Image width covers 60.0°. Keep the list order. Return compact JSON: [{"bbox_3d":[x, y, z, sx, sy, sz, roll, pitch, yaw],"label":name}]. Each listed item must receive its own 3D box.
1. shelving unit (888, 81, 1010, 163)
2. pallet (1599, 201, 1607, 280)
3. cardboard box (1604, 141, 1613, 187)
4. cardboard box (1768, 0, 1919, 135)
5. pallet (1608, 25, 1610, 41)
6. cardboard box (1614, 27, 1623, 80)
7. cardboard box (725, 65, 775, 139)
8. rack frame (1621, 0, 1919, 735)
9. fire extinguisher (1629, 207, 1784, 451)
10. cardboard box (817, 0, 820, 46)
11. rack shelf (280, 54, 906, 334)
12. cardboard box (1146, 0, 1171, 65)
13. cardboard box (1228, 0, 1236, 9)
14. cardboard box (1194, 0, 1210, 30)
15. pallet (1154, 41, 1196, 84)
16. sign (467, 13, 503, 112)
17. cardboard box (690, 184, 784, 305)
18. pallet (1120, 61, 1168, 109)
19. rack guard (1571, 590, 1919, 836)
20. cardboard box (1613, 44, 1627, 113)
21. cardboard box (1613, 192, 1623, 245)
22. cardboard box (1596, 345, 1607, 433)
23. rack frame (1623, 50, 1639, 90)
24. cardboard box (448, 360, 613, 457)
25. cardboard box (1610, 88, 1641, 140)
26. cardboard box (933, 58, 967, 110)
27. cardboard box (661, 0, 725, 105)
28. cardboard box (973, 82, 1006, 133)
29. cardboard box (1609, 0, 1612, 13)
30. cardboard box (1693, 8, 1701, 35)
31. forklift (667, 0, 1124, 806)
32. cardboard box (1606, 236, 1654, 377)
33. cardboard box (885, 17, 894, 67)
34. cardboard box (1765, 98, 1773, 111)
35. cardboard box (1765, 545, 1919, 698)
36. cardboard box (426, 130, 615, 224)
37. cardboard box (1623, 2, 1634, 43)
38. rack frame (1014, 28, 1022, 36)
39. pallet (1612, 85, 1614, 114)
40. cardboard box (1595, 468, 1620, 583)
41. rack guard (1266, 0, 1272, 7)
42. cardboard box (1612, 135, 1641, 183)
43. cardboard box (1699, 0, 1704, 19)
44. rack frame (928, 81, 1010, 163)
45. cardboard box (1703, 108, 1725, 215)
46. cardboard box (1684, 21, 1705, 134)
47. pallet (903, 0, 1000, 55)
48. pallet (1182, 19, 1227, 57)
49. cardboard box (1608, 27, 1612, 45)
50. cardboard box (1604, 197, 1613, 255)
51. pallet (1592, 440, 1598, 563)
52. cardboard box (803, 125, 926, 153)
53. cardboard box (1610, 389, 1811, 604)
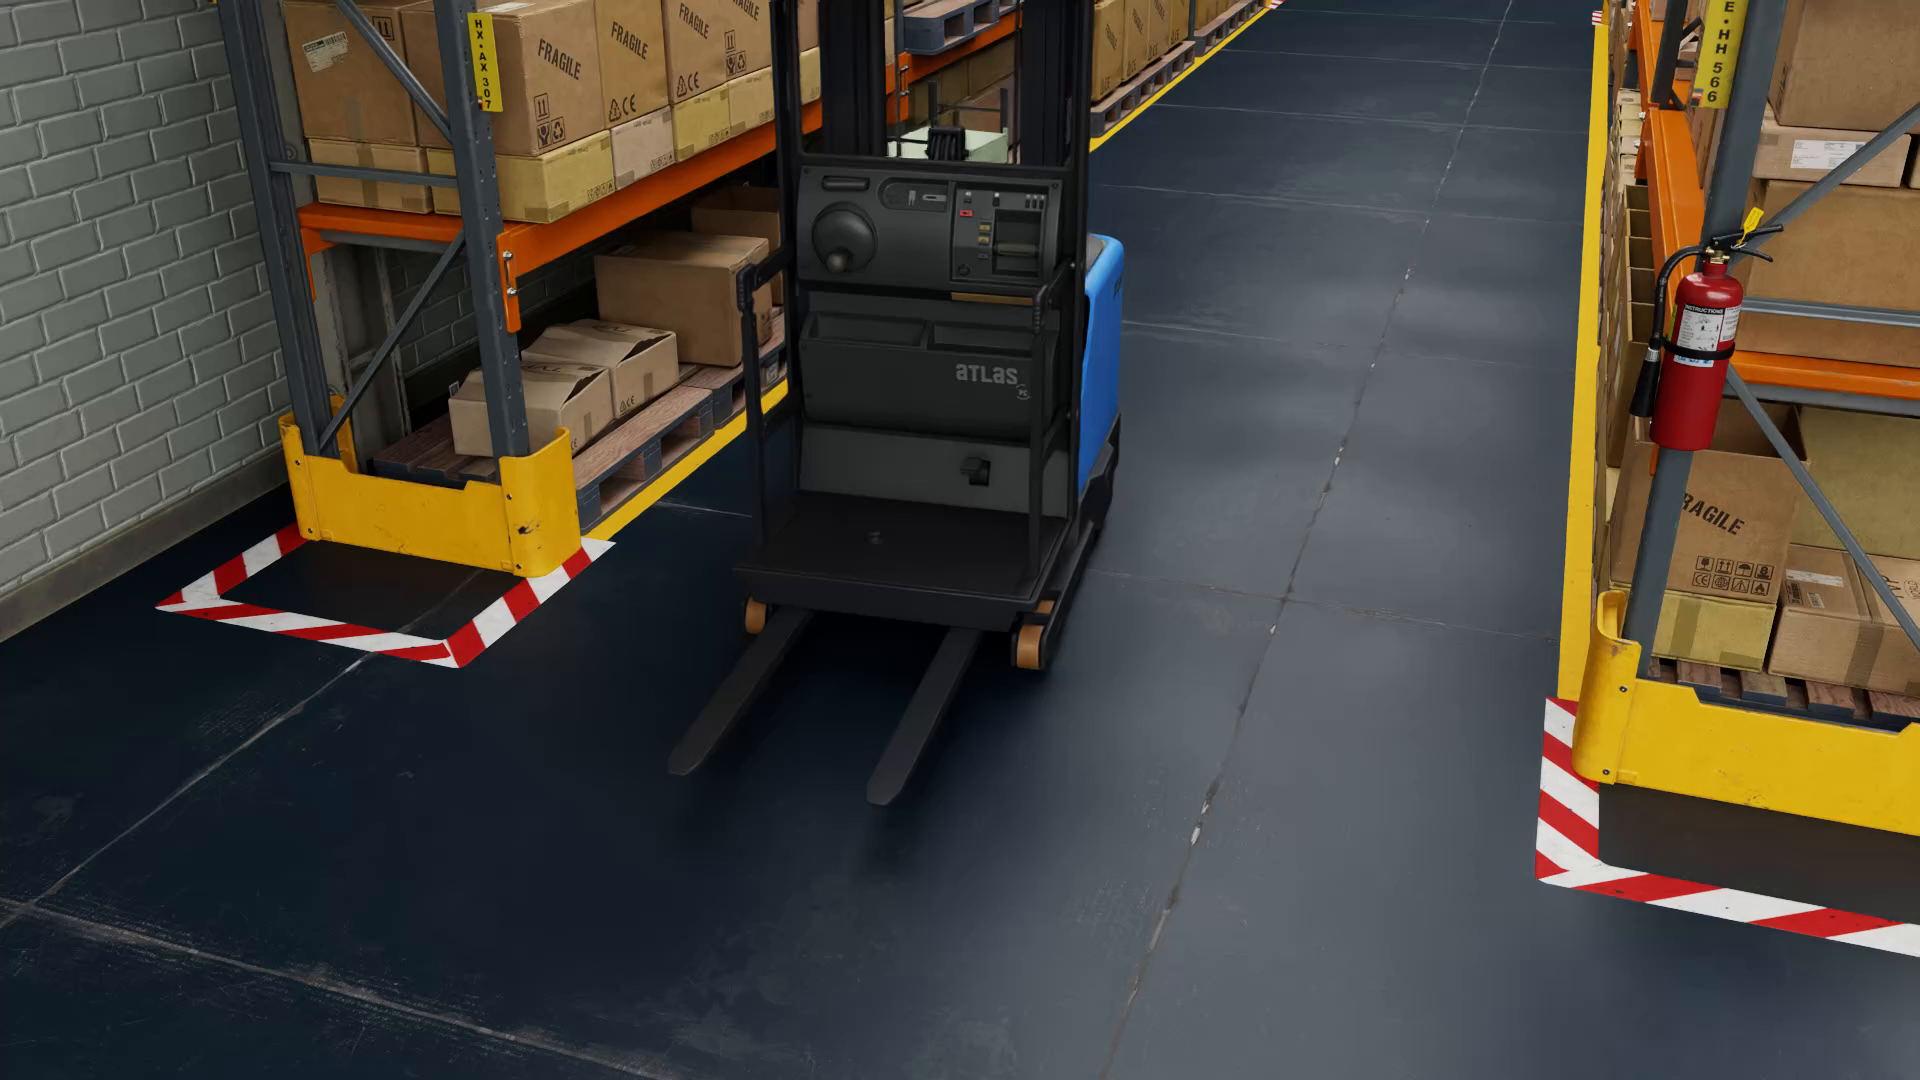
[{"bbox_3d":[-0.114,-1.268,7.647,0.431,1.500,0.755,11,28,22],"label":"shelving unit"},{"bbox_3d":[4.479,-1.803,10.232,1.003,0.211,1.213,9,27,17],"label":"pallet"},{"bbox_3d":[4.579,-2.463,11.068,0.500,0.250,0.500,8,27,16],"label":"cardboard box"},{"bbox_3d":[2.720,-1.444,4.687,0.700,0.500,0.500,9,27,18],"label":"cardboard box"},{"bbox_3d":[7.570,-5.564,18.000,1.003,0.211,1.213,9,27,17],"label":"pallet"},{"bbox_3d":[5.970,-4.223,14.394,0.500,0.500,0.500,9,27,18],"label":"cardboard box"},{"bbox_3d":[-1.171,-2.047,7.686,0.500,0.250,0.500,9,27,18],"label":"cardboard box"},{"bbox_3d":[2.535,-0.603,4.554,1.000,3.000,0.127,9,27,17],"label":"rack frame"},{"bbox_3d":[2.058,-0.587,4.609,0.296,0.674,0.183,9,27,17],"label":"fire extinguisher"},{"bbox_3d":[-0.833,-2.798,8.375,0.500,0.500,0.500,9,27,17],"label":"cardboard box"},{"bbox_3d":[-1.472,-1.818,7.889,1.077,0.370,4.000,9,27,17],"label":"rack shelf"},{"bbox_3d":[1.469,-4.821,15.250,0.750,0.750,0.750,10,27,19],"label":"cardboard box"},{"bbox_3d":[2.715,-6.245,18.592,0.700,0.500,0.500,8,27,16],"label":"cardboard box"},{"bbox_3d":[2.201,-5.608,17.277,0.700,0.500,0.500,9,27,18],"label":"cardboard box"},{"bbox_3d":[1.670,-4.668,16.150,1.003,0.211,1.213,9,27,17],"label":"pallet"},{"bbox_3d":[-1.626,-1.631,5.683,0.100,0.325,0.005,9,27,17],"label":"sign"},{"bbox_3d":[-1.114,-1.604,8.985,0.500,0.500,0.500,7,27,14],"label":"cardboard box"},{"bbox_3d":[1.266,-4.165,15.111,1.003,0.211,1.213,9,27,17],"label":"pallet"},{"bbox_3d":[2.527,0.532,5.078,1.175,0.500,0.348,9,27,17],"label":"rack guard"},{"bbox_3d":[5.459,-3.595,13.096,0.500,0.500,0.500,8,27,16],"label":"cardboard box"},{"bbox_3d":[3.730,-1.659,8.764,0.500,0.311,0.500,9,27,17],"label":"cardboard box"},{"bbox_3d":[3.083,-0.642,7.308,0.500,0.250,0.500,9,27,17],"label":"cardboard box"},{"bbox_3d":[5.197,-3.891,11.344,1.000,3.000,0.127,9,27,17],"label":"rack frame"},{"bbox_3d":[-1.823,-0.579,7.085,0.500,0.311,0.500,6,26,12],"label":"cardboard box"},{"bbox_3d":[4.746,-2.922,11.373,0.500,0.311,0.500,10,27,19],"label":"cardboard box"},{"bbox_3d":[-0.264,-3.075,11.162,0.500,0.250,0.500,8,27,16],"label":"cardboard box"},{"bbox_3d":[-1.344,-2.165,7.067,0.500,0.500,0.500,8,27,16],"label":"cardboard box"},{"bbox_3d":[-0.086,-2.974,11.814,0.700,0.500,0.500,9,27,17],"label":"cardboard box"},{"bbox_3d":[7.244,-5.751,17.836,0.500,0.250,0.500,9,27,17],"label":"cardboard box"},{"bbox_3d":[4.479,-3.028,9.446,0.500,0.500,0.500,9,27,18],"label":"cardboard box"},{"bbox_3d":[-0.162,-1.047,5.548,1.130,2.935,3.031,6,27,13],"label":"forklift"},{"bbox_3d":[3.084,-0.980,7.144,0.500,0.500,0.500,9,27,17],"label":"cardboard box"},{"bbox_3d":[-0.678,-2.667,8.965,0.500,0.250,0.500,9,27,18],"label":"cardboard box"},{"bbox_3d":[2.568,-1.233,4.995,0.380,0.149,0.250,9,27,19],"label":"cardboard box"},{"bbox_3d":[2.923,0.257,5.450,0.500,0.250,0.500,9,27,17],"label":"cardboard box"},{"bbox_3d":[-1.676,-1.416,6.382,0.500,0.250,0.500,8,27,16],"label":"cardboard box"},{"bbox_3d":[5.638,-4.164,13.412,0.500,0.250,0.500,8,27,16],"label":"cardboard box"},{"bbox_3d":[0.524,-4.608,12.824,1.000,3.000,0.127,9,27,17],"label":"rack frame"},{"bbox_3d":[6.293,-3.940,14.645,1.003,0.211,1.213,9,27,17],"label":"pallet"},{"bbox_3d":[2.590,-0.025,6.033,0.500,0.250,0.500,9,27,17],"label":"cardboard box"},{"bbox_3d":[3.195,-6.780,20.179,1.175,0.500,0.348,9,27,17],"label":"rack guard"},{"bbox_3d":[4.237,-2.284,10.056,0.500,0.311,0.500,8,27,17],"label":"cardboard box"},{"bbox_3d":[3.511,-2.398,7.403,0.380,0.149,0.250,9,27,18],"label":"cardboard box"},{"bbox_3d":[0.040,-1.412,7.946,0.400,1.500,0.023,11,28,22],"label":"rack frame"},{"bbox_3d":[3.215,-1.475,6.239,0.700,0.500,0.500,10,27,19],"label":"cardboard box"},{"bbox_3d":[3.724,-2.109,7.548,0.700,0.500,0.500,8,27,16],"label":"cardboard box"},{"bbox_3d":[-0.415,-3.170,10.076,1.003,0.211,1.213,9,27,17],"label":"pallet"},{"bbox_3d":[2.182,-5.297,17.449,1.003,0.211,1.213,9,27,17],"label":"pallet"},{"bbox_3d":[6.518,-4.888,16.169,0.380,0.149,0.250,9,27,17],"label":"cardboard box"},{"bbox_3d":[4.070,-1.829,9.758,0.500,0.250,0.500,9,27,19],"label":"cardboard box"},{"bbox_3d":[3.158,-0.168,6.855,1.003,0.211,1.213,9,27,17],"label":"pallet"},{"bbox_3d":[-0.577,-2.342,10.508,0.700,0.500,0.500,10,27,19],"label":"cardboard box"},{"bbox_3d":[2.433,-0.156,5.442,0.500,0.500,0.500,9,27,17],"label":"cardboard box"}]
